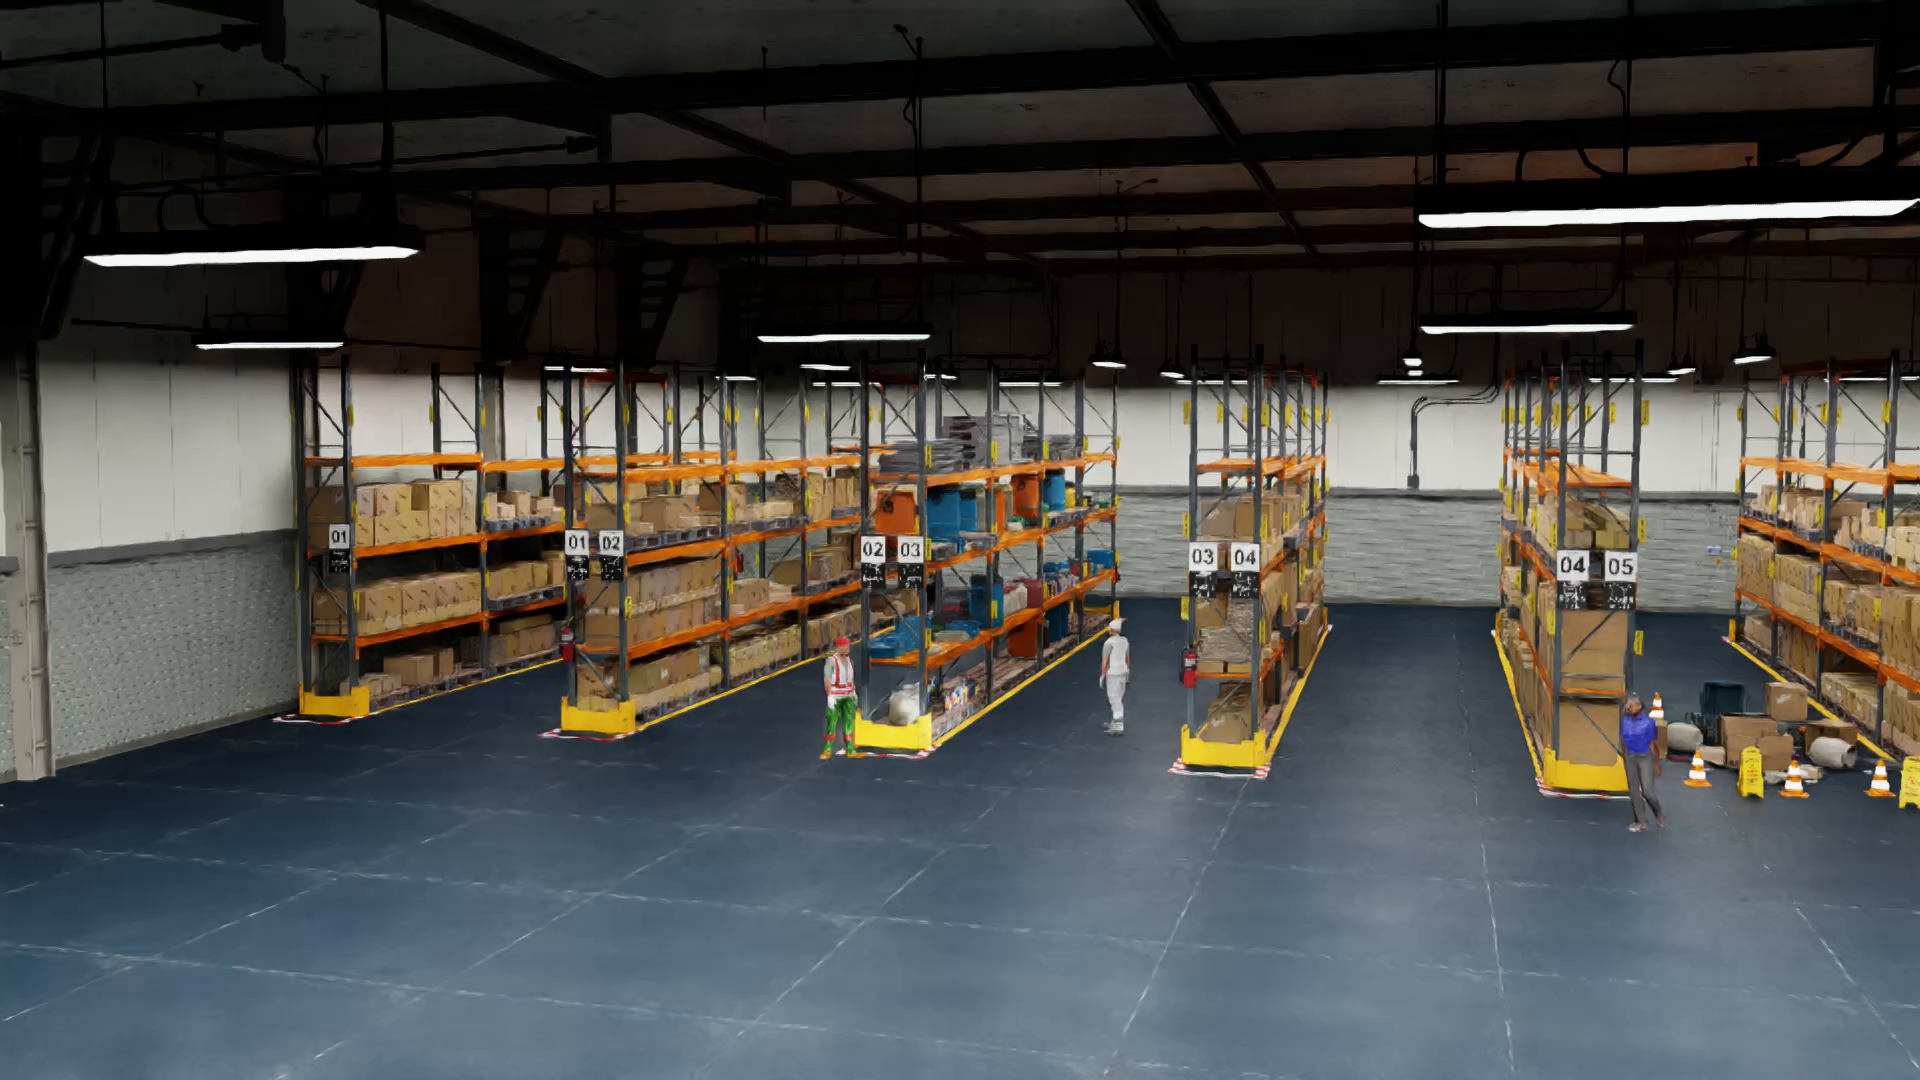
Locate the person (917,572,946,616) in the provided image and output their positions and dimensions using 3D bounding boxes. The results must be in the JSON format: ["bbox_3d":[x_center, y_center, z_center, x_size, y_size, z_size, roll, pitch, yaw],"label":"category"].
[{"bbox_3d":[-0.640,1.436,37.719,0.677,1.495,0.478,1,4,13],"label":"person"}]

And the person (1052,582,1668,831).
[{"bbox_3d":[5.080,2.190,27.051,3.818,1.579,15.542,-3,5,-37],"label":"person"}]

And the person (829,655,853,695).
[{"bbox_3d":[-1.699,1.949,24.163,0.408,0.557,0.162,-4,6,-40],"label":"person"}]

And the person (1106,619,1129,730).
[{"bbox_3d":[2.469,2.108,26.151,0.419,1.729,0.446,4,6,43],"label":"person"}]
